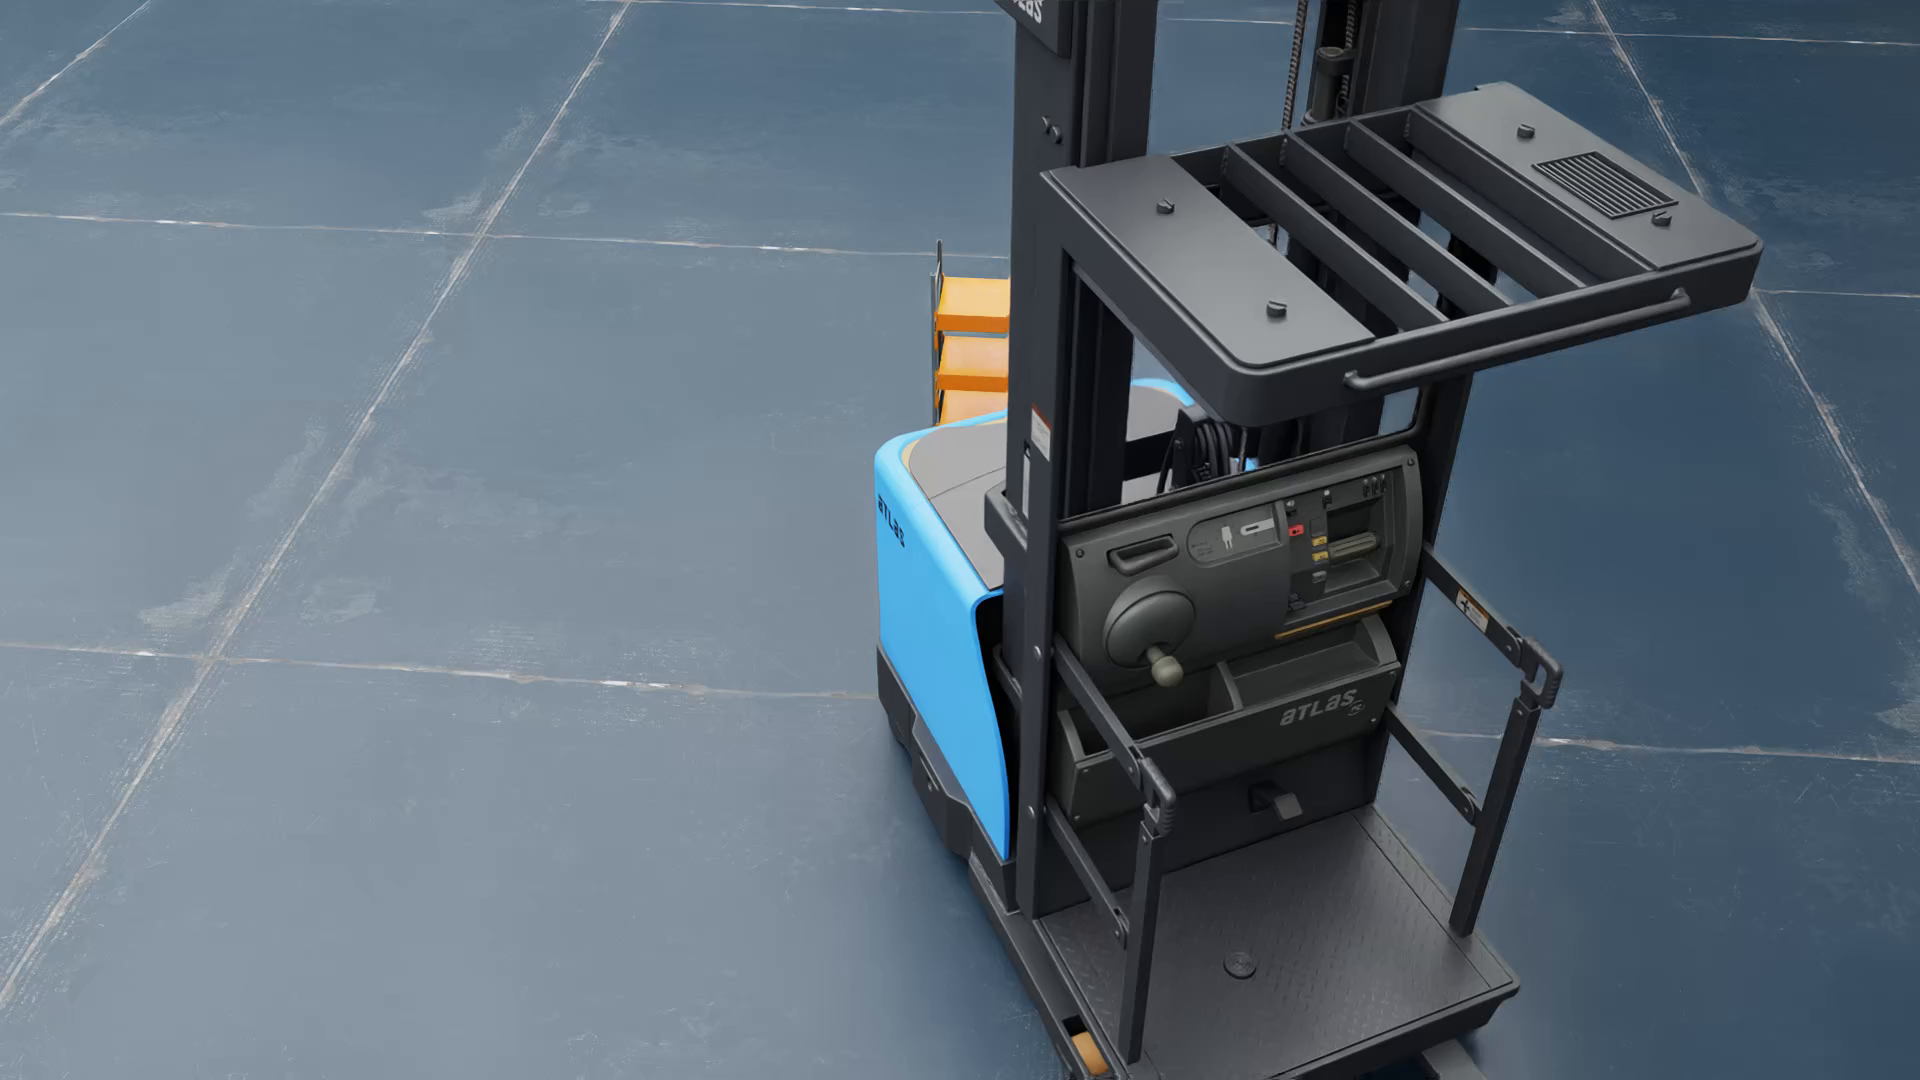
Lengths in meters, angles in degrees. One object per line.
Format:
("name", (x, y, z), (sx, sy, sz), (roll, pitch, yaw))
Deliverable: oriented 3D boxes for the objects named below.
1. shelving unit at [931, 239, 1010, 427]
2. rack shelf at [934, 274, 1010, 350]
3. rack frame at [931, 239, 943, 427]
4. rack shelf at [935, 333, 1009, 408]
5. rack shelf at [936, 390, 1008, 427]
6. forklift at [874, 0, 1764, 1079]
("shelving unit", (0.165, -0.456, 5.860), (0.503, 1.200, 0.258), (3, 39, 4))
("rack shelf", (0.165, -0.761, 5.612), (0.480, 0.148, 0.258), (3, 39, 4))
("rack frame", (-0.078, -0.470, 5.876), (0.015, 1.200, 0.240), (3, 39, 4))
("rack shelf", (0.165, -0.578, 5.761), (0.480, 0.148, 0.258), (3, 39, 4))
("rack shelf", (0.165, -0.404, 5.903), (0.480, 0.148, 0.258), (3, 39, 4))
("forklift", (0.769, 0.140, 3.756), (1.130, 2.935, 3.031), (-15, 41, -18))
